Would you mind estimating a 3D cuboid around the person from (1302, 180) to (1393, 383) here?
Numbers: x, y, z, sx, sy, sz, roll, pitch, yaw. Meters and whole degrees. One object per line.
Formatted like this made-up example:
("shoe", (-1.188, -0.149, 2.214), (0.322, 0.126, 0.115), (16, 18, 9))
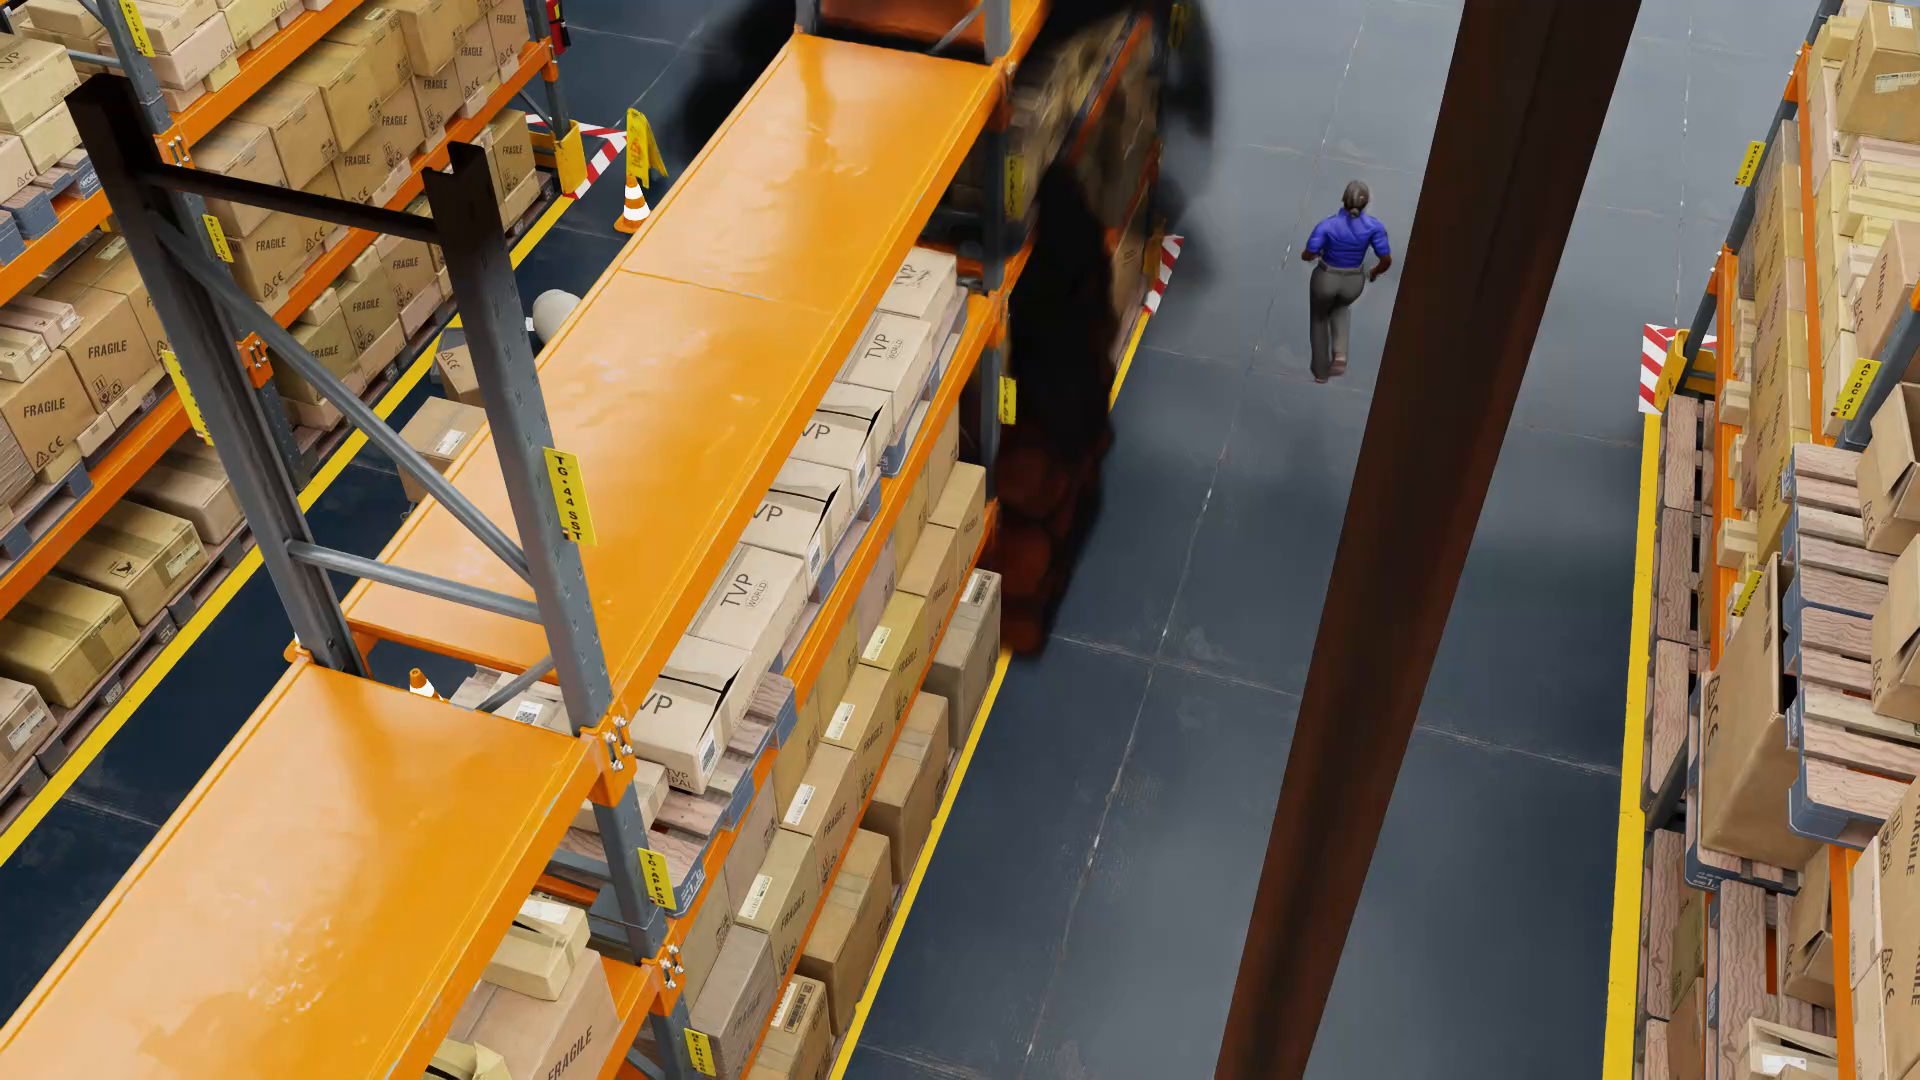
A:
("person", (2.582, -1.779, 11.354), (0.582, 1.624, 0.504), (1, 46, 1))
